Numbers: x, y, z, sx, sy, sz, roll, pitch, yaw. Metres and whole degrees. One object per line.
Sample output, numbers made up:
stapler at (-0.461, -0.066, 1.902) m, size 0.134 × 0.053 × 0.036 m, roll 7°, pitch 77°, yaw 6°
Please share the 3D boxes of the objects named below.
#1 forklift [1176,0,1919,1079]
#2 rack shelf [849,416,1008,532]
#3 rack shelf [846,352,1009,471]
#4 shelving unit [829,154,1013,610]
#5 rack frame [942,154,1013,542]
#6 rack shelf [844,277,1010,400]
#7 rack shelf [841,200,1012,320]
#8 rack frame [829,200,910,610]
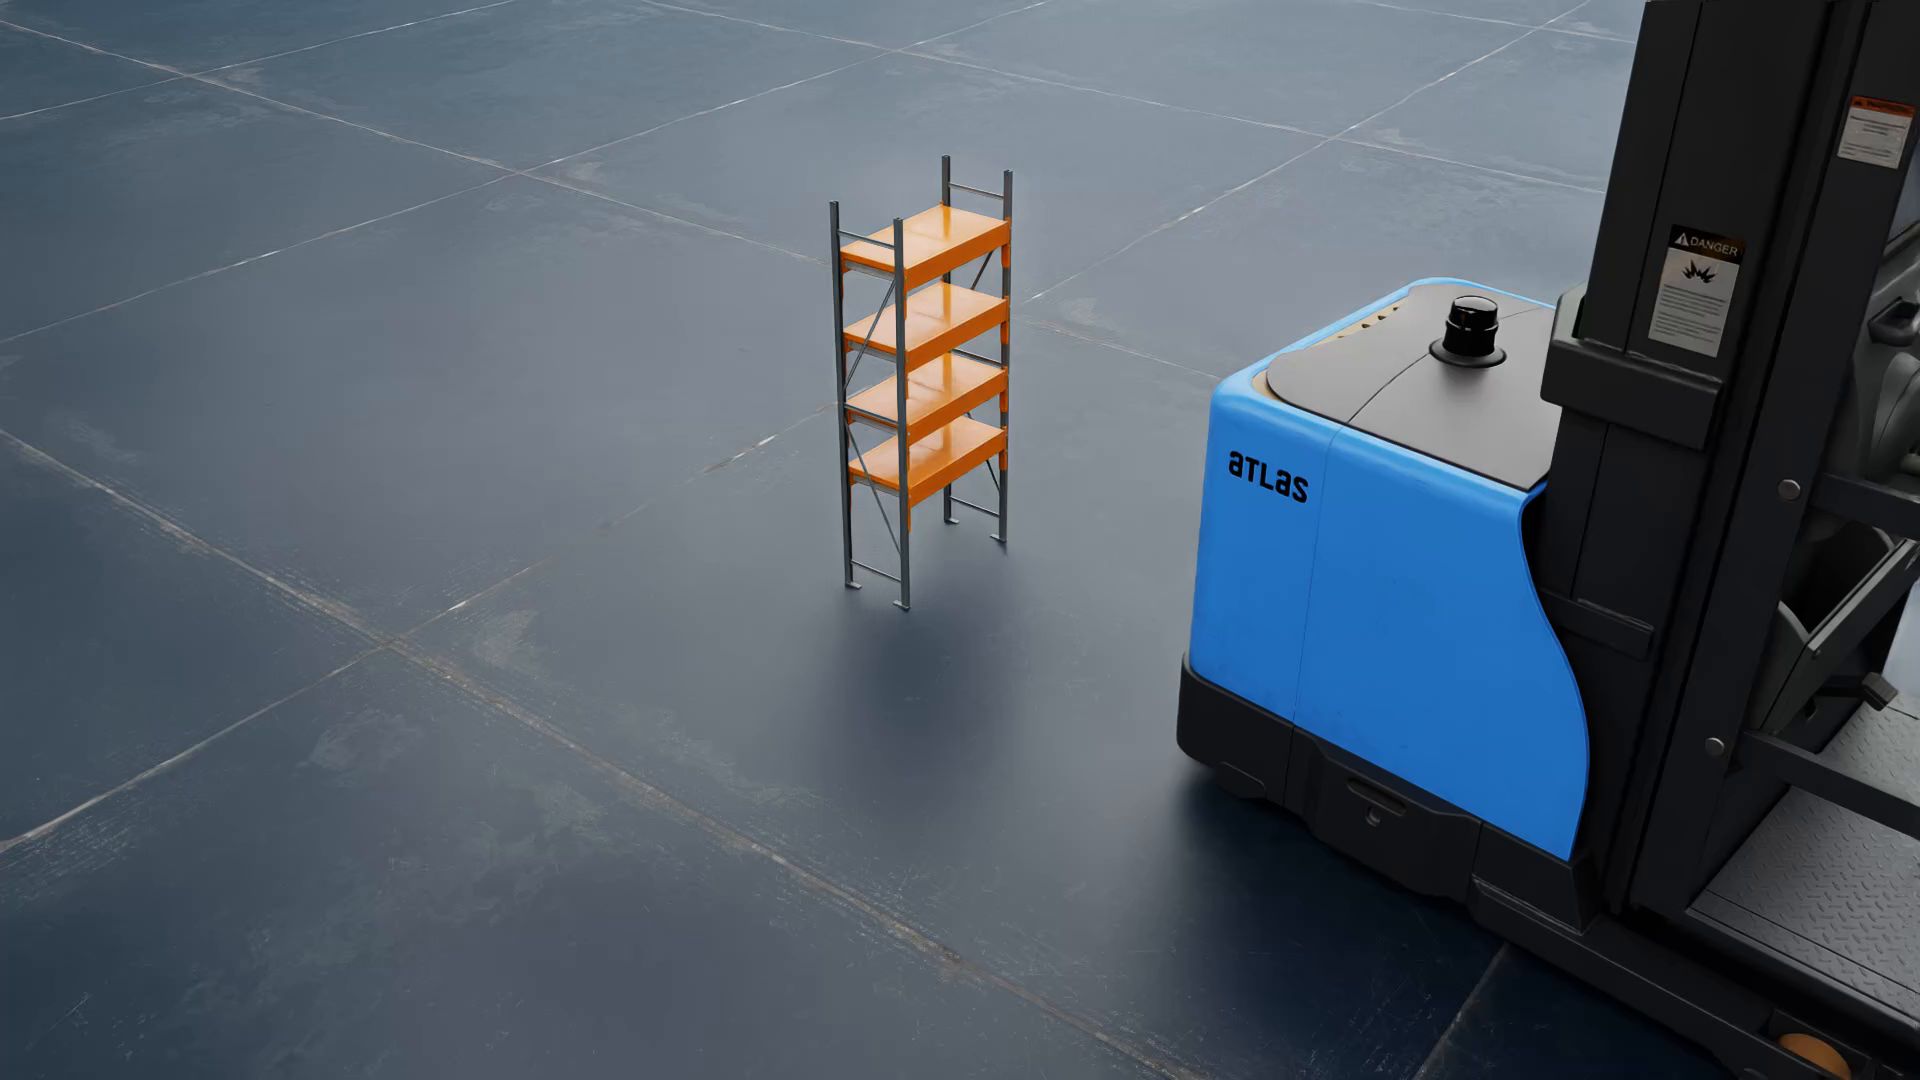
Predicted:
forklift at (1.959, -0.341, 2.950) m, size 3.031 × 2.935 × 1.130 m, roll 26°, pitch 40°, yaw 37°
rack shelf at (-0.100, -0.220, 4.966) m, size 0.258 × 0.148 × 0.480 m, roll 21°, pitch 37°, yaw 31°
rack shelf at (-0.100, -0.391, 4.865) m, size 0.258 × 0.148 × 0.480 m, roll 21°, pitch 37°, yaw 31°
shelving unit at (-0.100, -0.449, 4.831) m, size 0.258 × 1.200 × 0.503 m, roll 21°, pitch 37°, yaw 31°
rack frame at (0.047, -0.548, 4.998) m, size 0.240 × 1.200 × 0.015 m, roll 21°, pitch 37°, yaw 31°
rack shelf at (-0.100, -0.583, 4.751) m, size 0.258 × 0.148 × 0.480 m, roll 21°, pitch 37°, yaw 31°
rack shelf at (-0.100, -0.787, 4.630) m, size 0.258 × 0.148 × 0.480 m, roll 21°, pitch 37°, yaw 31°
rack frame at (-0.247, -0.350, 4.663) m, size 0.240 × 1.200 × 0.015 m, roll 21°, pitch 37°, yaw 31°
